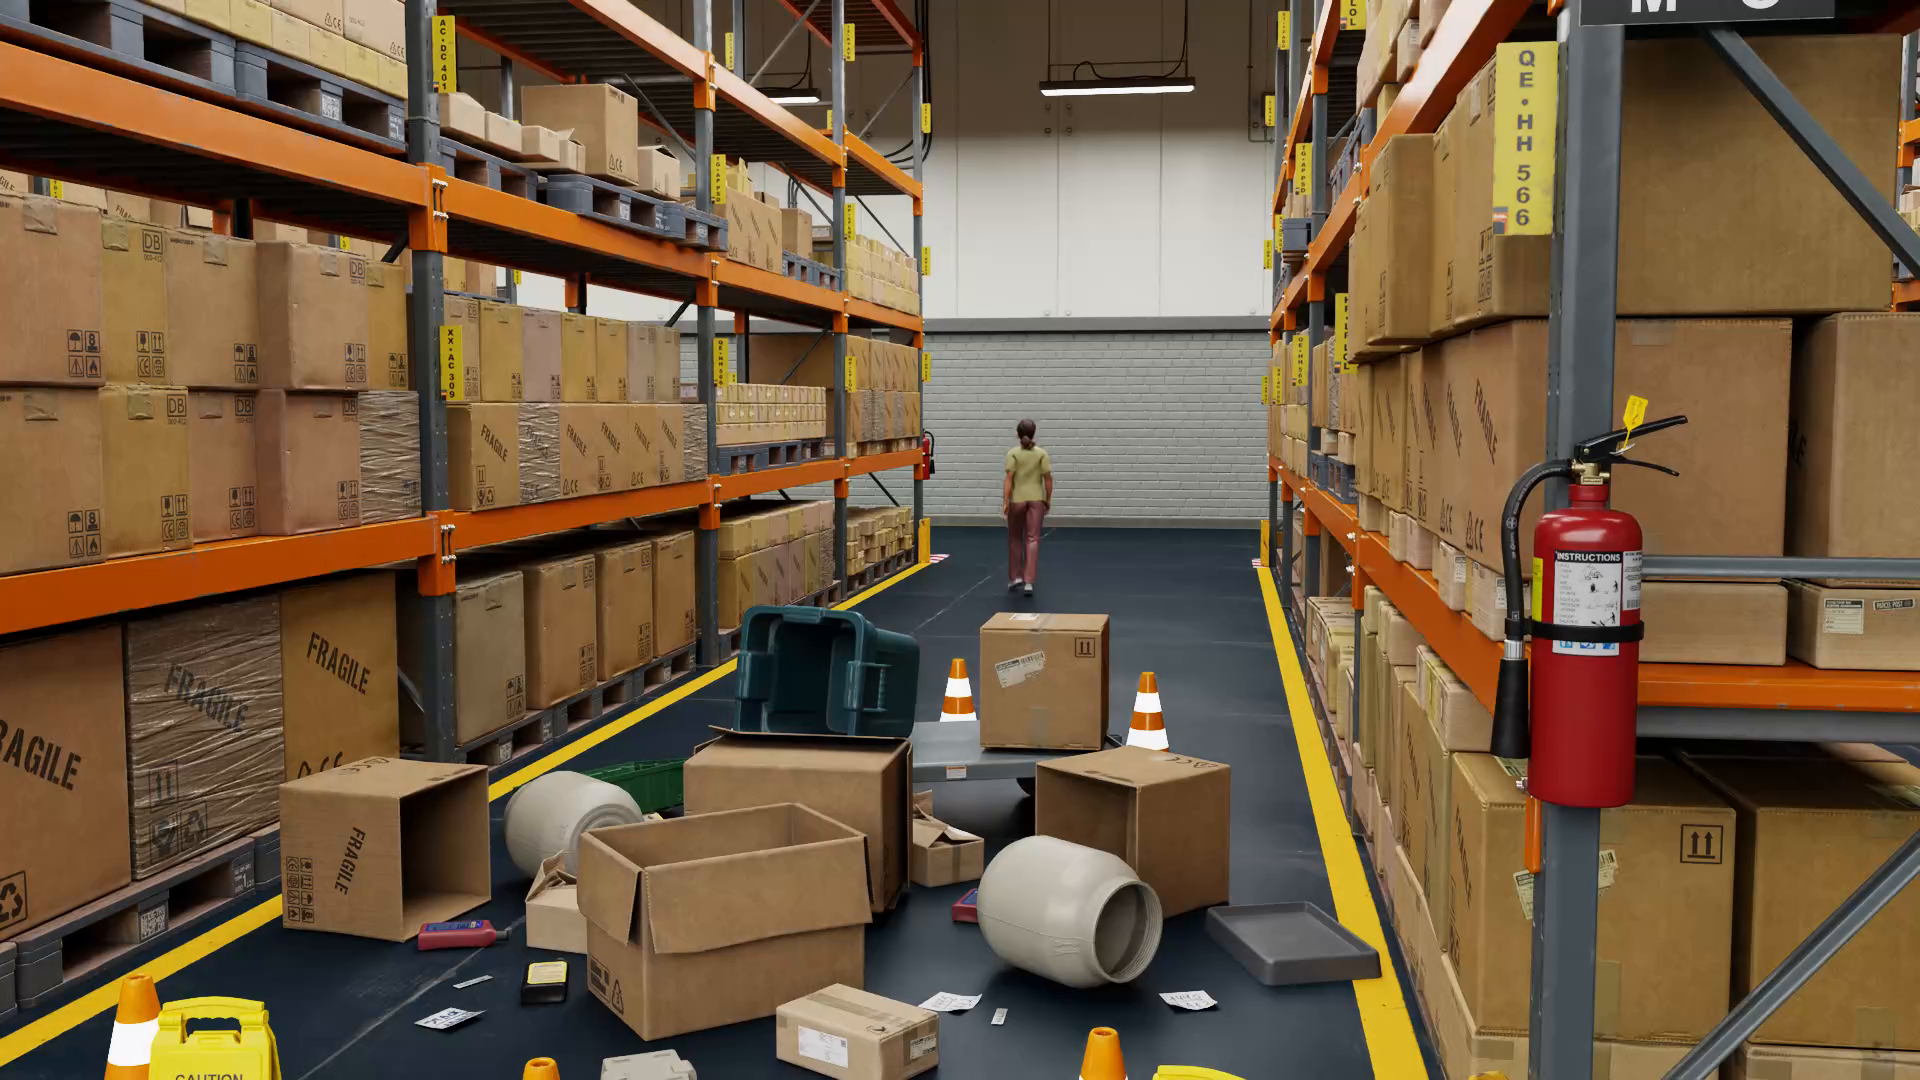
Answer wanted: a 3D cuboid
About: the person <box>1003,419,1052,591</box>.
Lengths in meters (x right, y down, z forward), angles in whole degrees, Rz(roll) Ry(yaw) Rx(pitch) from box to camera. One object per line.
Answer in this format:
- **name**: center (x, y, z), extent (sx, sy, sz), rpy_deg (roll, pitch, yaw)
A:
- **person**: center (0.649, -0.333, 16.026), extent (0.479, 1.669, 0.843), rpy_deg (0, 5, 1)
